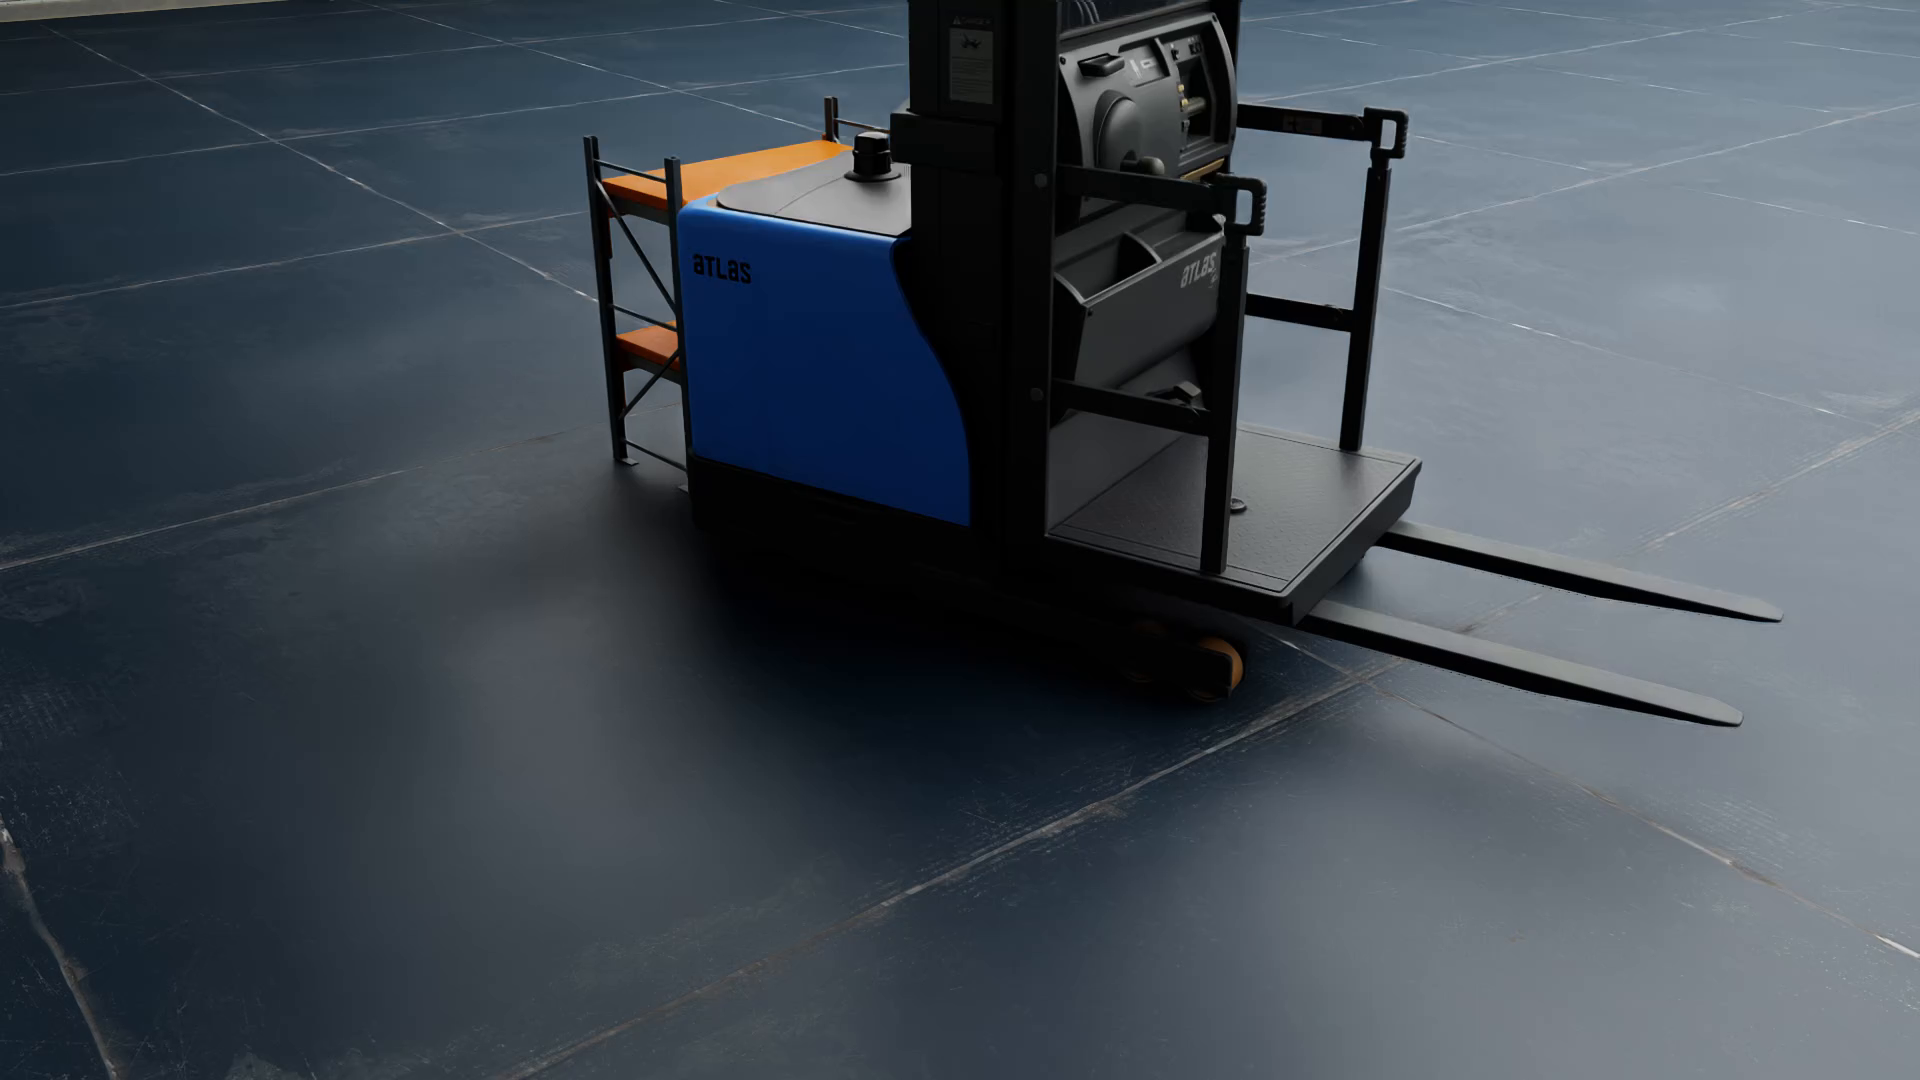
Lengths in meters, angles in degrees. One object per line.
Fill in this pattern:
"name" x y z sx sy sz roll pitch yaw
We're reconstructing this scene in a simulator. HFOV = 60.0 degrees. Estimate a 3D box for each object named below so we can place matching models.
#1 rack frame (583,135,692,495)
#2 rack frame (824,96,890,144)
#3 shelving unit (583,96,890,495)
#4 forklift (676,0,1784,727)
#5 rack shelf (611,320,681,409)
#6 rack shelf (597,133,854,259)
"rack frame" -1.042 -0.731 5.488 0.032 1.125 0.500 -22 33 -39
"rack frame" -0.309 -1.028 6.127 0.032 1.125 0.500 -22 33 -39
"shelving unit" -0.675 -0.879 5.807 1.048 1.125 0.538 -22 33 -39
"forklift" 0.682 -1.161 4.271 3.031 2.935 1.130 15 29 29
"rack shelf" -0.675 -0.657 5.910 1.000 0.278 0.538 -22 33 -39
"rack shelf" -0.675 -1.145 5.684 1.000 0.278 0.538 -22 33 -39
